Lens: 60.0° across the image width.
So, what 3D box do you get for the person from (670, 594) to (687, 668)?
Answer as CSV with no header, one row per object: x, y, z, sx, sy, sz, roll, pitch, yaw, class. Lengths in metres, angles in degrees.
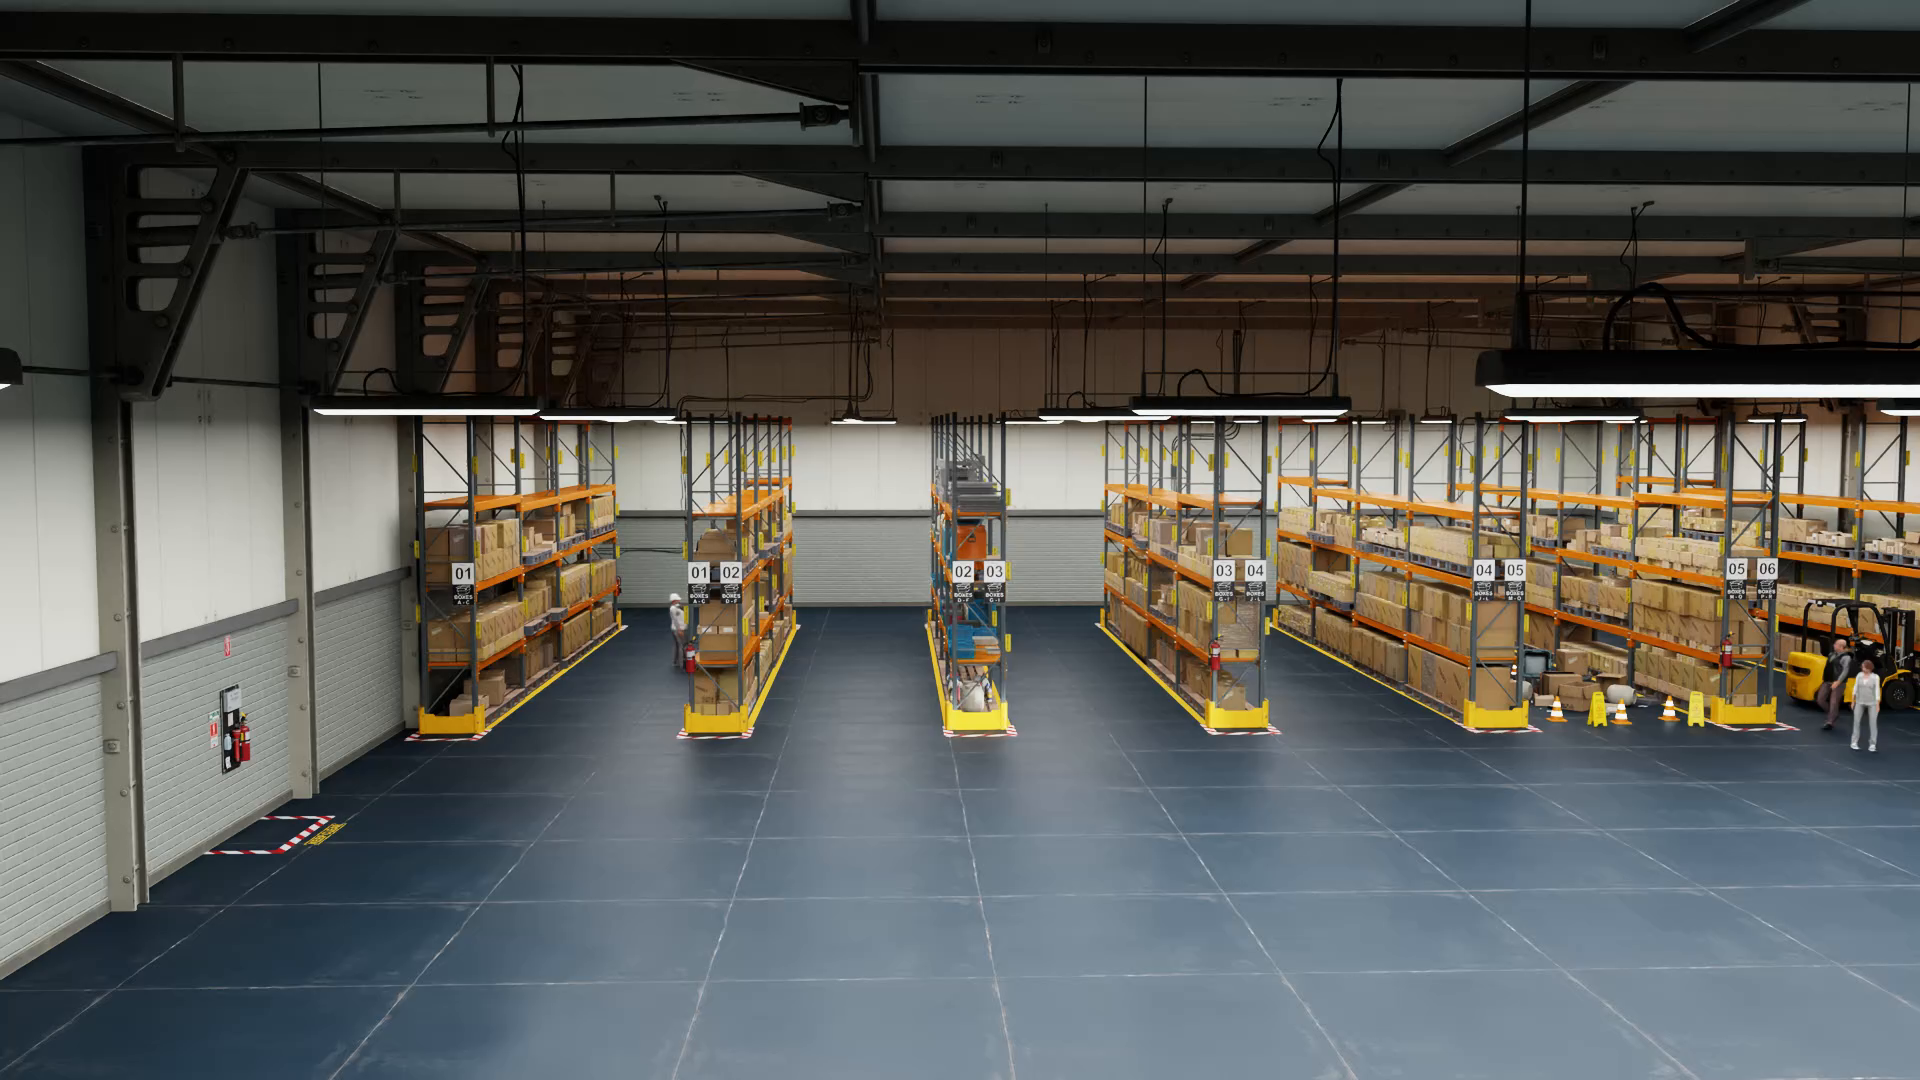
-6.638,2.150,39.476,0.498,1.756,0.611,-1,4,-18,person

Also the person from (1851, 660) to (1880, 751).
16.029,2.918,29.443,0.459,1.604,0.353,3,5,42,person

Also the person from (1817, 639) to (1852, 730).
16.512,2.728,31.474,0.609,1.705,0.592,-2,4,-26,person
